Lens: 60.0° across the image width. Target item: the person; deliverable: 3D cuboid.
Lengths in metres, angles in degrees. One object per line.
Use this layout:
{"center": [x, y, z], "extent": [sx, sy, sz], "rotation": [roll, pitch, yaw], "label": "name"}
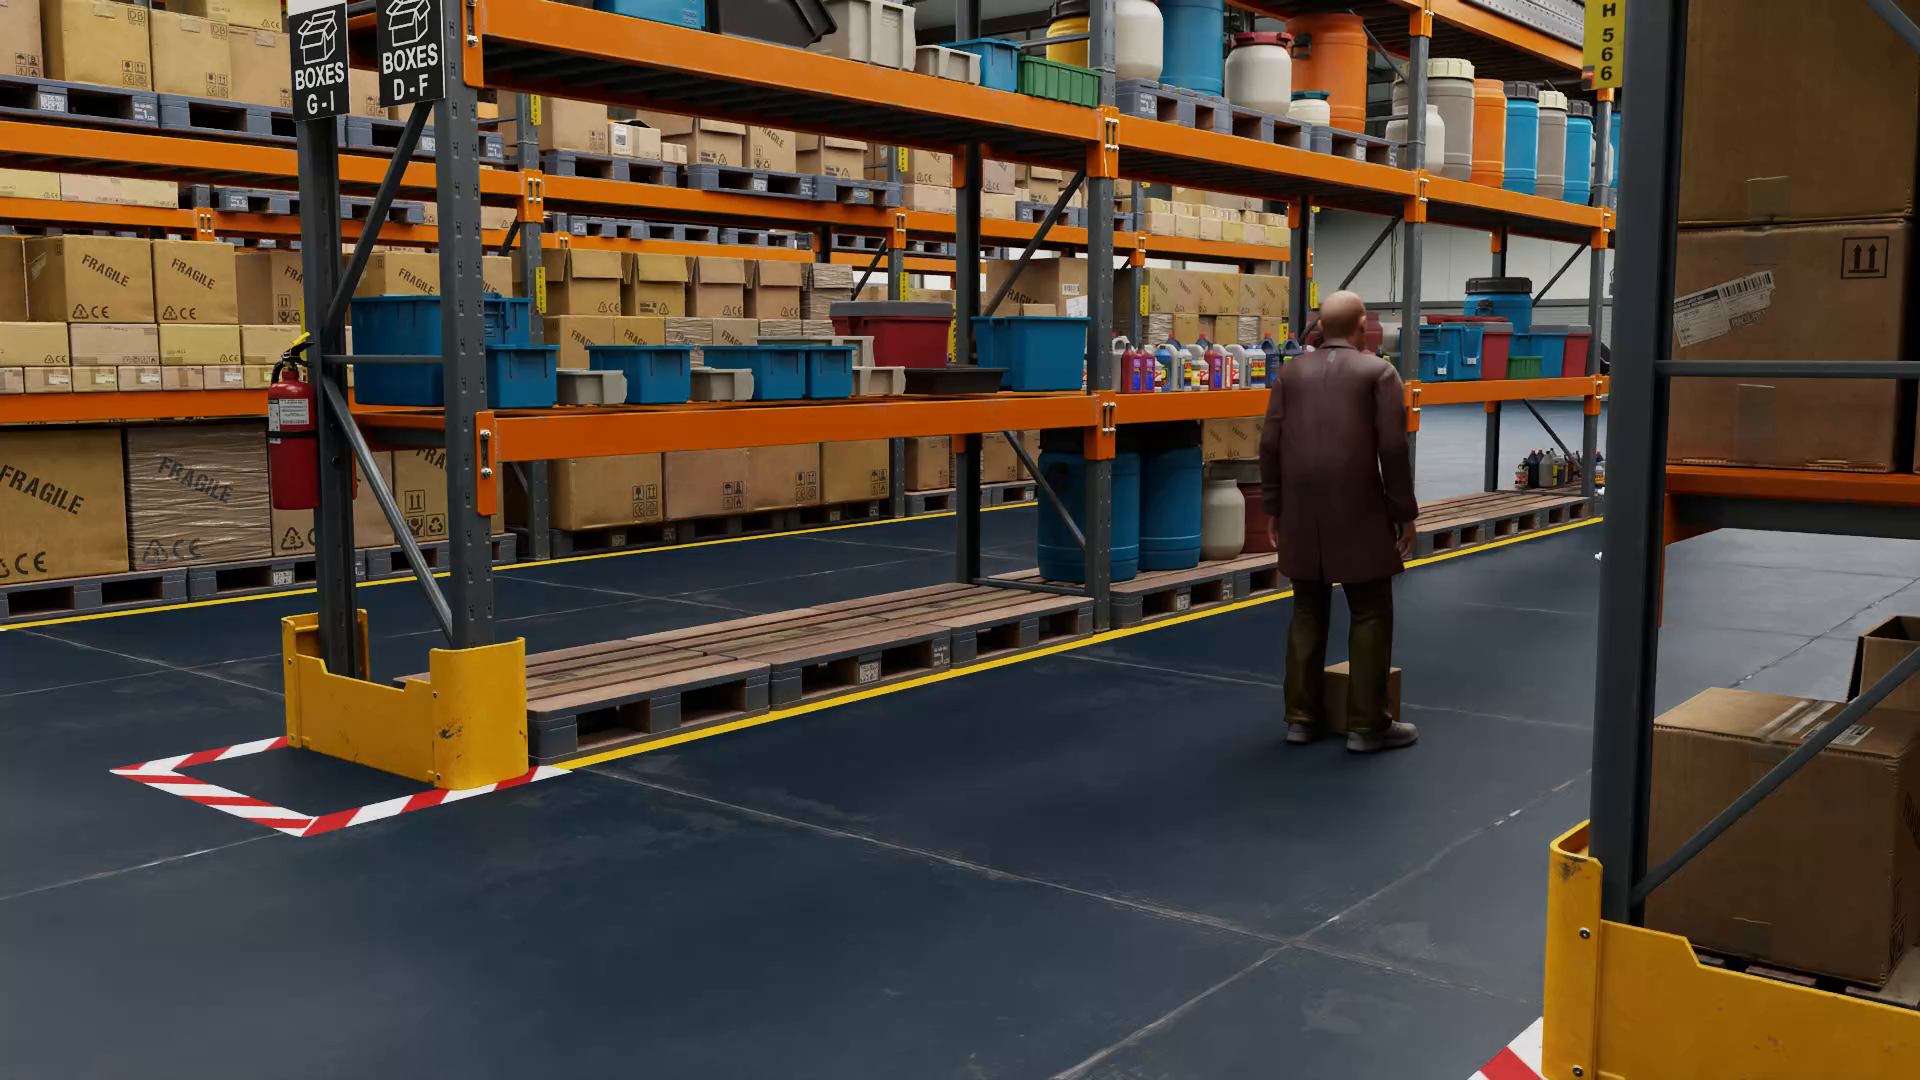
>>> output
{"center": [1.480, -0.084, 6.521], "extent": [0.652, 1.774, 0.417], "rotation": [5, 8, 37], "label": "person"}
